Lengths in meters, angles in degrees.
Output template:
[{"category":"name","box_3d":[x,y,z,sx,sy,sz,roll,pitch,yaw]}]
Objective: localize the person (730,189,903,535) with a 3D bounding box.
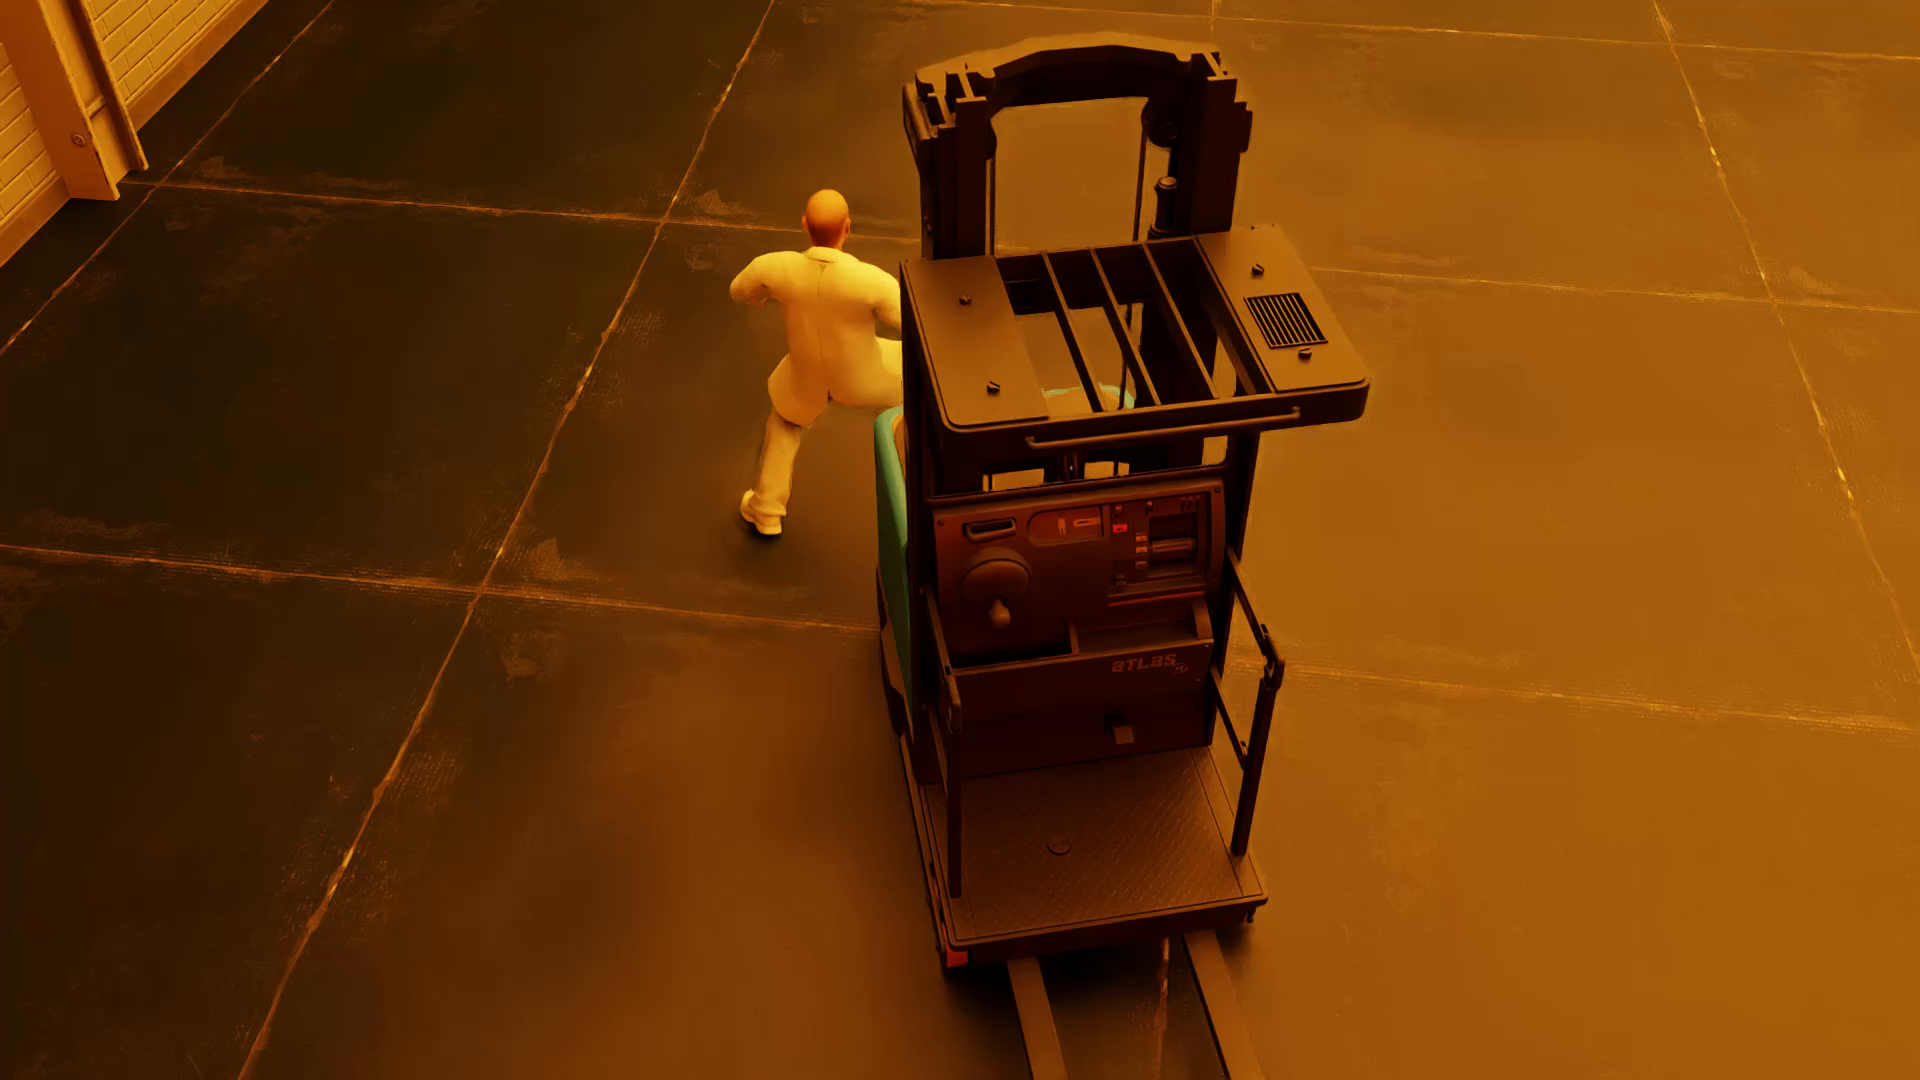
[{"category":"person","box_3d":[-0.488,-0.854,7.149,0.977,1.626,1.036,10,44,11]}]

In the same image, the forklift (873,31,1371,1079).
[{"category":"forklift","box_3d":[0.420,0.129,5.084,1.130,2.935,3.031,-7,43,-7]}]
